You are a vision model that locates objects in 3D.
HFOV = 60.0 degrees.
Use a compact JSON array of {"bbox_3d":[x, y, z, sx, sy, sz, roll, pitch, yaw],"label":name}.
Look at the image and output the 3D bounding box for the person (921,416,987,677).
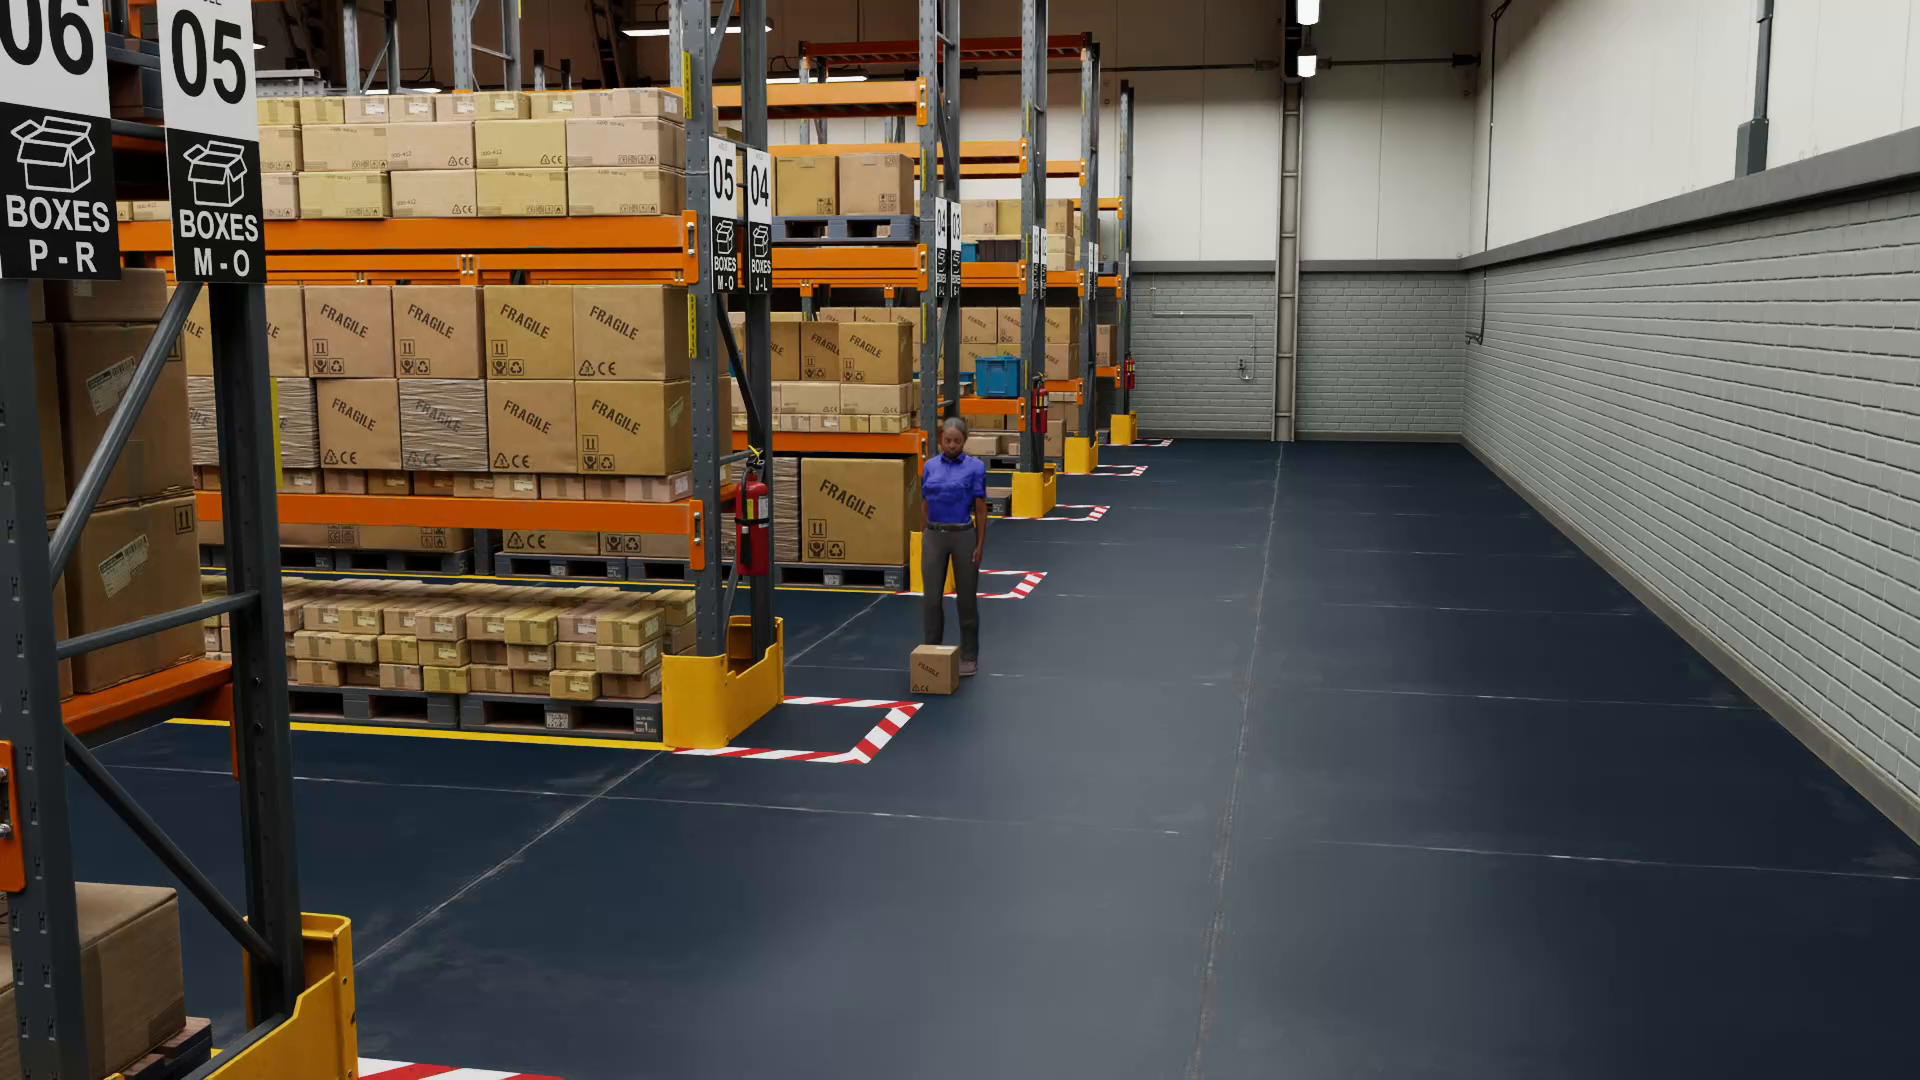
[{"bbox_3d":[-0.048,0.039,10.589,0.429,1.653,0.305,2,8,12],"label":"person"}]
